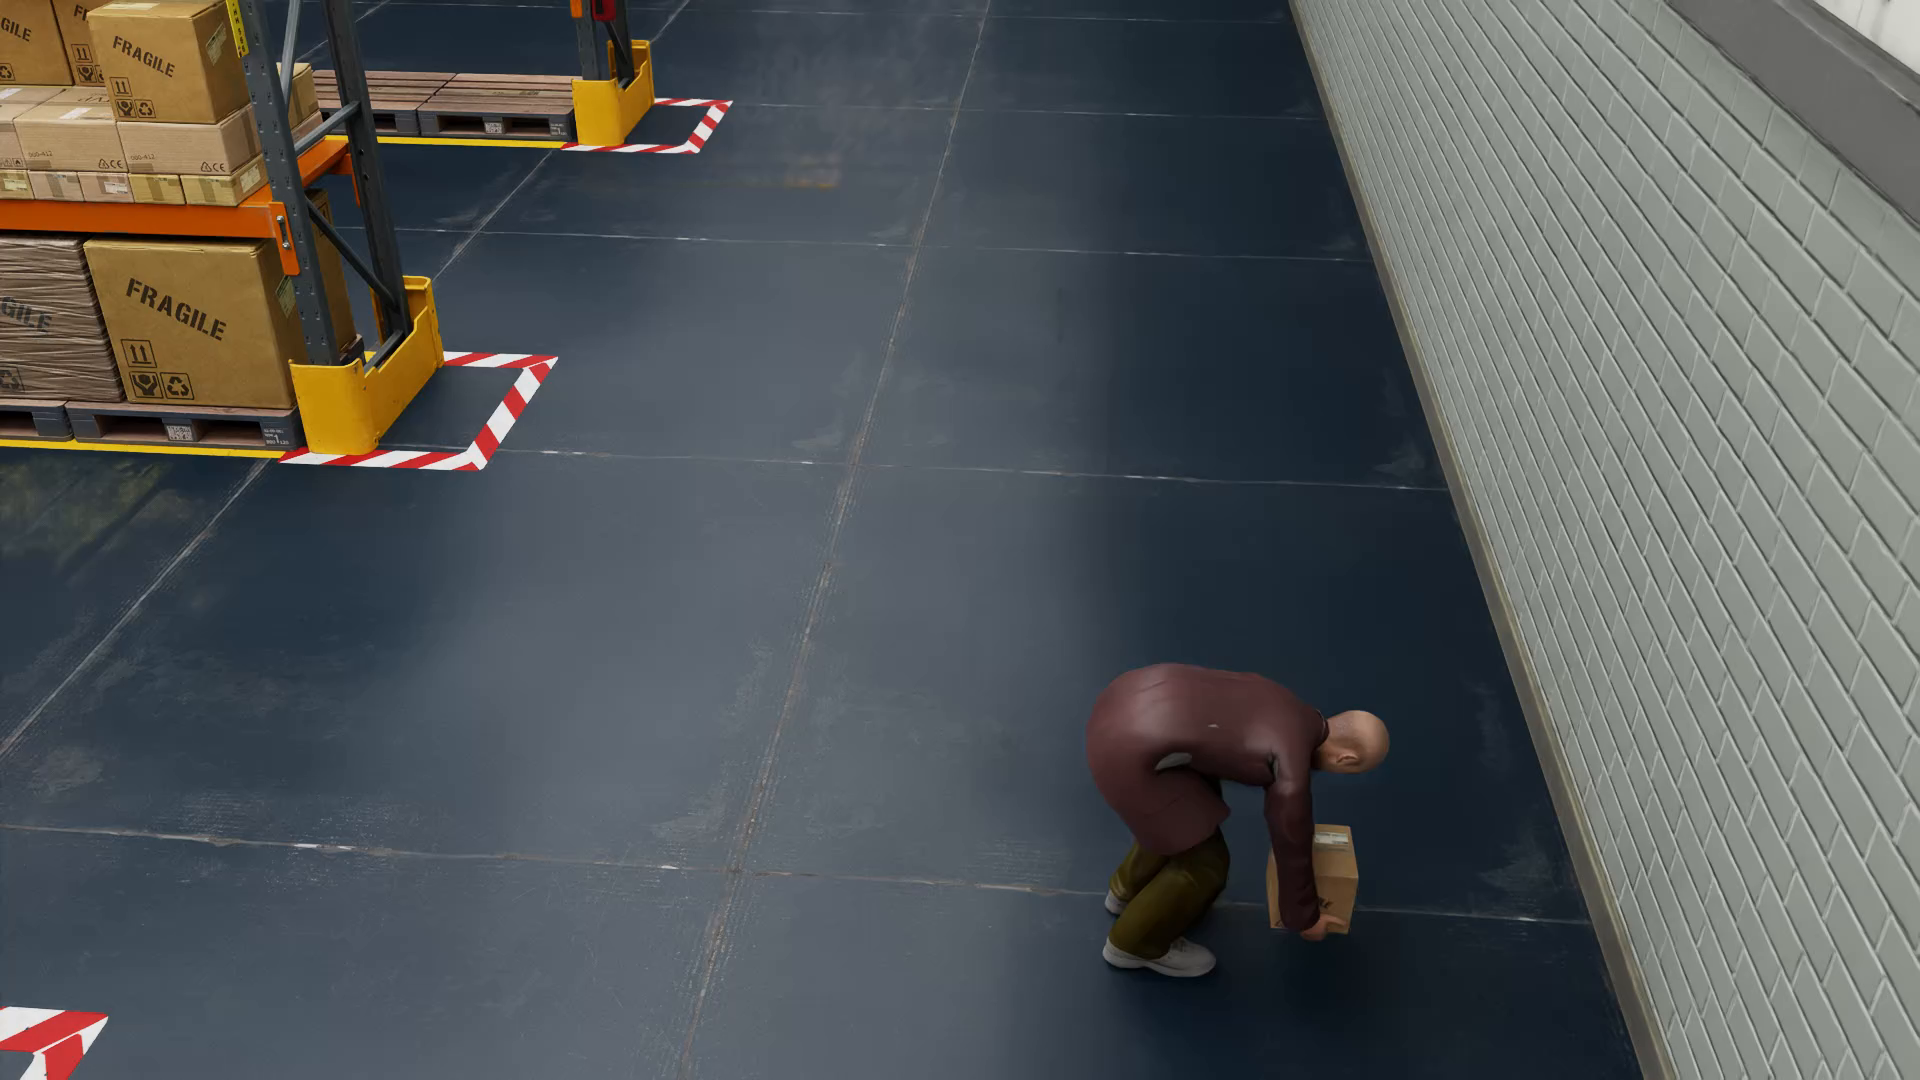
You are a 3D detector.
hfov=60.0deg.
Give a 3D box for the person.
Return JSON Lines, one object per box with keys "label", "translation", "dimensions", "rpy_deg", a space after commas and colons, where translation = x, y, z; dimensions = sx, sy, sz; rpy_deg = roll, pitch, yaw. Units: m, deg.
{"label": "person", "translation": [0.867, 0.888, 5.370], "dimensions": [0.949, 1.078, 0.581], "rpy_deg": [1, 32, 2]}
